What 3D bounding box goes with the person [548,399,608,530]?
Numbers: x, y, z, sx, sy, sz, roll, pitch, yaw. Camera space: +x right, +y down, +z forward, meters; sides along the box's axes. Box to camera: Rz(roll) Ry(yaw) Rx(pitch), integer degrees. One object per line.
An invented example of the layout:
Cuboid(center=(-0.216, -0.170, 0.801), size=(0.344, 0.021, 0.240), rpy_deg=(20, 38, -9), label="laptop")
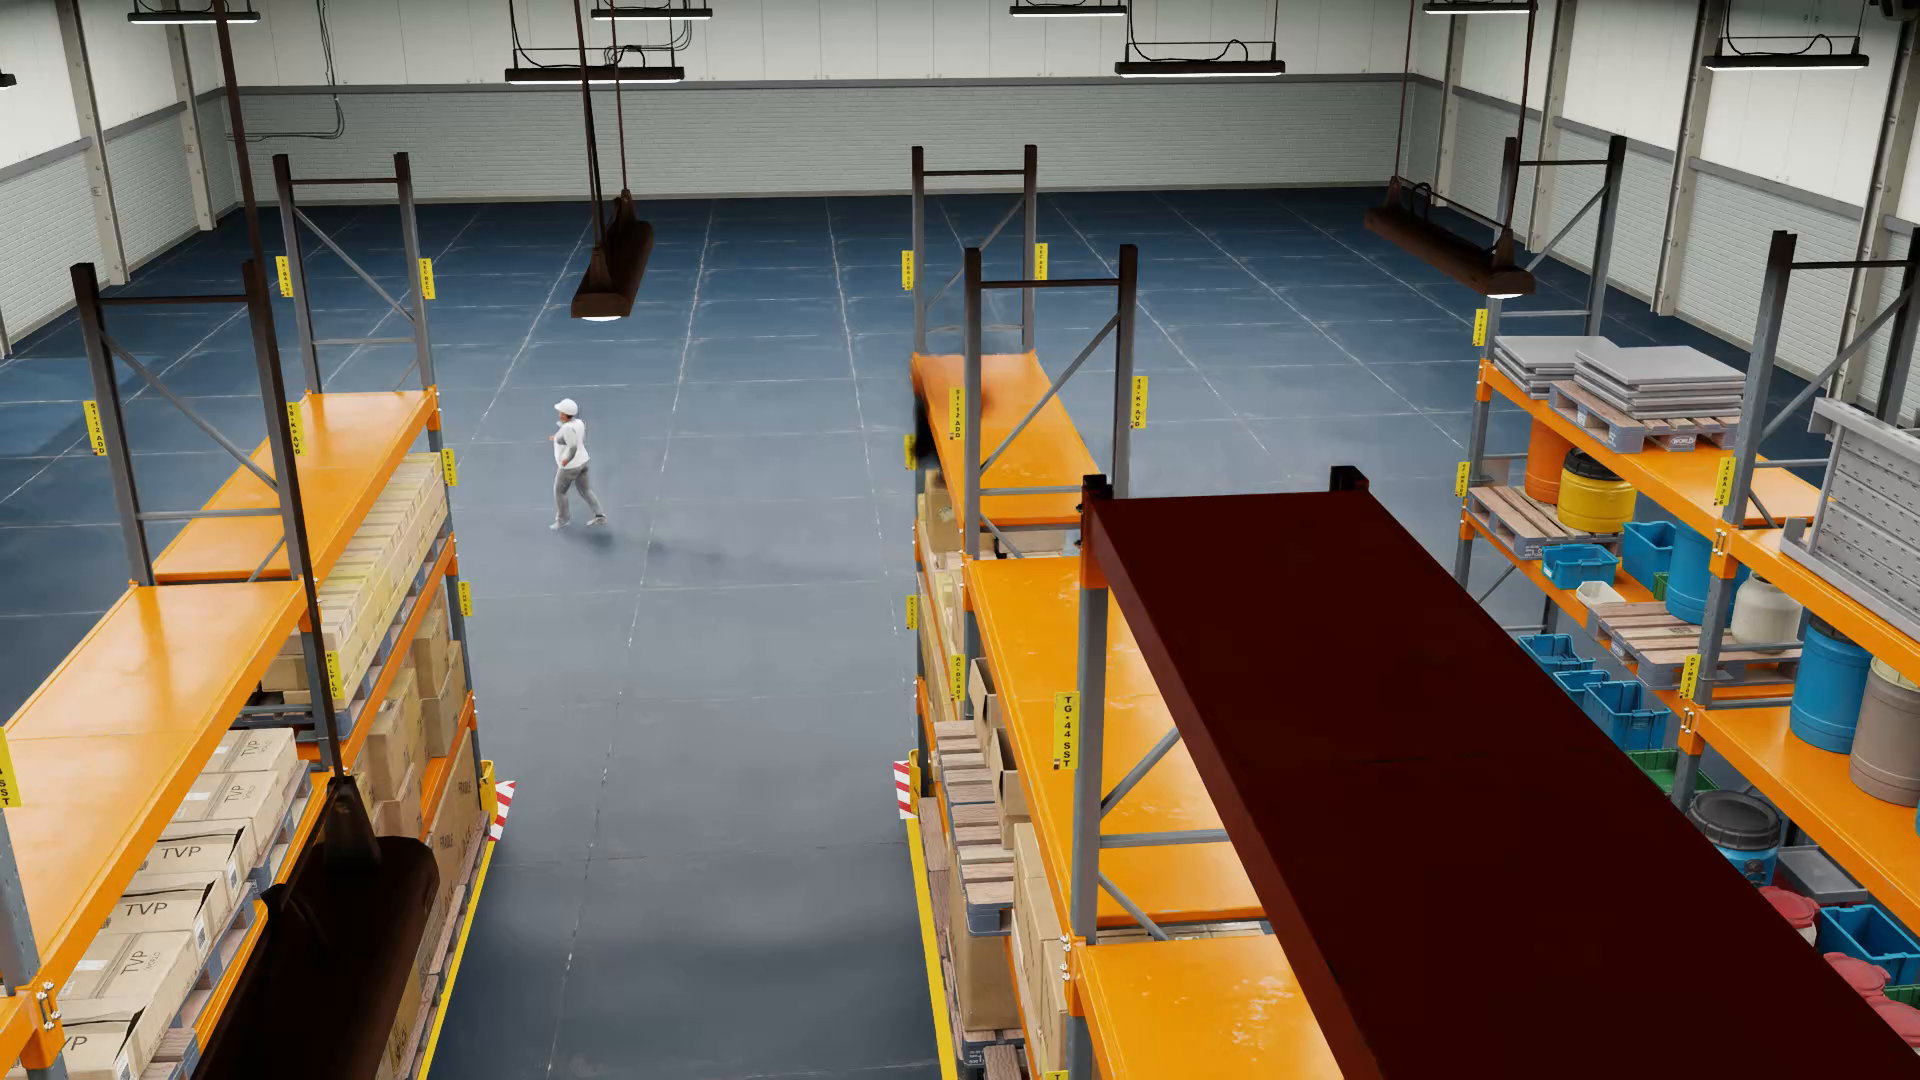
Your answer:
Cuboid(center=(-5.034, -0.959, 21.615), size=(0.801, 1.806, 0.654), rpy_deg=(8, 23, 18), label="person")
